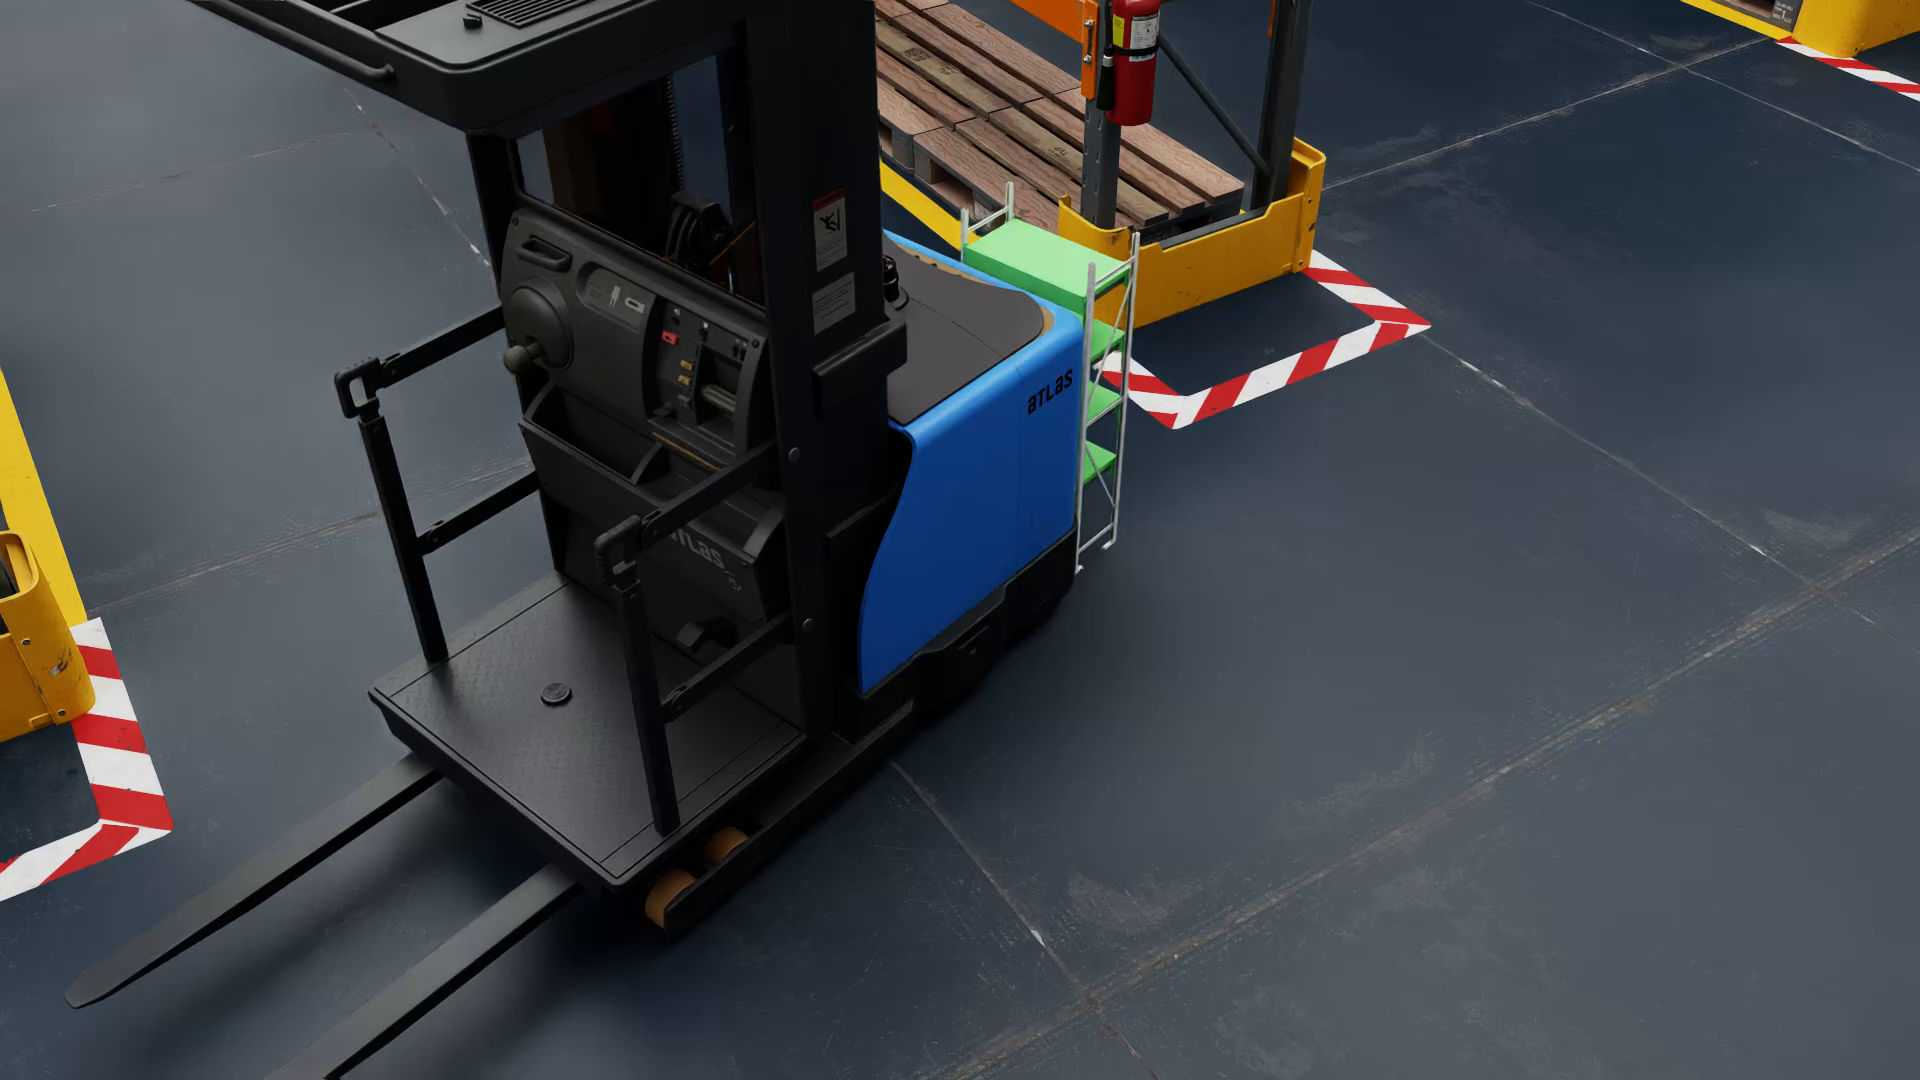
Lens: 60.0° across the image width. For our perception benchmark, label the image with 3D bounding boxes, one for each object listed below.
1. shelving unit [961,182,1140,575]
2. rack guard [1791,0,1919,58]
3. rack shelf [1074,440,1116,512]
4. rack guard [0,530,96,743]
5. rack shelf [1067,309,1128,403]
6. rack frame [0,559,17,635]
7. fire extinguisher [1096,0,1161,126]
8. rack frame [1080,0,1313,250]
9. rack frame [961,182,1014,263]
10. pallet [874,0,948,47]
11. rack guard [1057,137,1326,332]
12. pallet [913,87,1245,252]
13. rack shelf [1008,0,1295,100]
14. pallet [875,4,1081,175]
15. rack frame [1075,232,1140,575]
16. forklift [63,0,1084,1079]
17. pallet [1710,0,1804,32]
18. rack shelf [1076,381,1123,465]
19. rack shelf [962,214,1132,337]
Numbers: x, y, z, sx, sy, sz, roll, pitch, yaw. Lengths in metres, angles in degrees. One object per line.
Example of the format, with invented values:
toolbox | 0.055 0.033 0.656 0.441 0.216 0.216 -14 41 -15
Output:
shelving unit | 0.270 -0.503 5.416 0.503 1.200 0.258 29 48 30
rack guard | 5.065 -3.022 8.986 1.175 0.500 0.348 -22 45 -24
rack shelf | 0.270 -0.269 5.610 0.480 0.148 0.258 29 48 30
rack guard | -3.236 0.440 4.832 1.175 0.500 0.348 -22 45 -24
rack shelf | 0.270 -0.638 5.303 0.480 0.148 0.258 29 48 30
rack frame | -3.249 -0.534 4.047 1.000 3.000 0.127 -22 45 -24
fire extinguisher | 0.625 -1.828 5.952 0.296 0.674 0.183 -22 45 -24
rack frame | 0.927 -2.238 6.093 1.000 3.000 0.127 -22 45 -24
rack frame | 0.085 -0.604 5.538 0.015 1.200 0.240 29 48 30
pallet | -0.795 -2.943 9.117 1.003 0.211 1.213 -22 45 -24
rack guard | 0.951 -1.270 6.883 1.175 0.500 0.348 -22 45 -24
pallet | 0.517 -1.626 7.536 1.003 0.211 1.213 -22 45 -24
rack shelf | -0.148 -3.042 7.619 1.077 0.370 4.000 -22 45 -24
pallet | -0.135 -2.284 8.325 1.003 0.211 1.213 -22 45 -24
rack frame | 0.456 -0.402 5.294 0.015 1.200 0.240 29 48 30
forklift | -0.959 -0.440 3.988 1.130 2.935 3.031 29 48 30
pallet | 4.635 -3.341 9.595 1.003 0.211 1.213 -22 45 -24
rack shelf | 0.270 -0.454 5.457 0.480 0.148 0.258 29 48 30
rack shelf | 0.271 -0.823 5.150 0.480 0.148 0.258 29 48 30
